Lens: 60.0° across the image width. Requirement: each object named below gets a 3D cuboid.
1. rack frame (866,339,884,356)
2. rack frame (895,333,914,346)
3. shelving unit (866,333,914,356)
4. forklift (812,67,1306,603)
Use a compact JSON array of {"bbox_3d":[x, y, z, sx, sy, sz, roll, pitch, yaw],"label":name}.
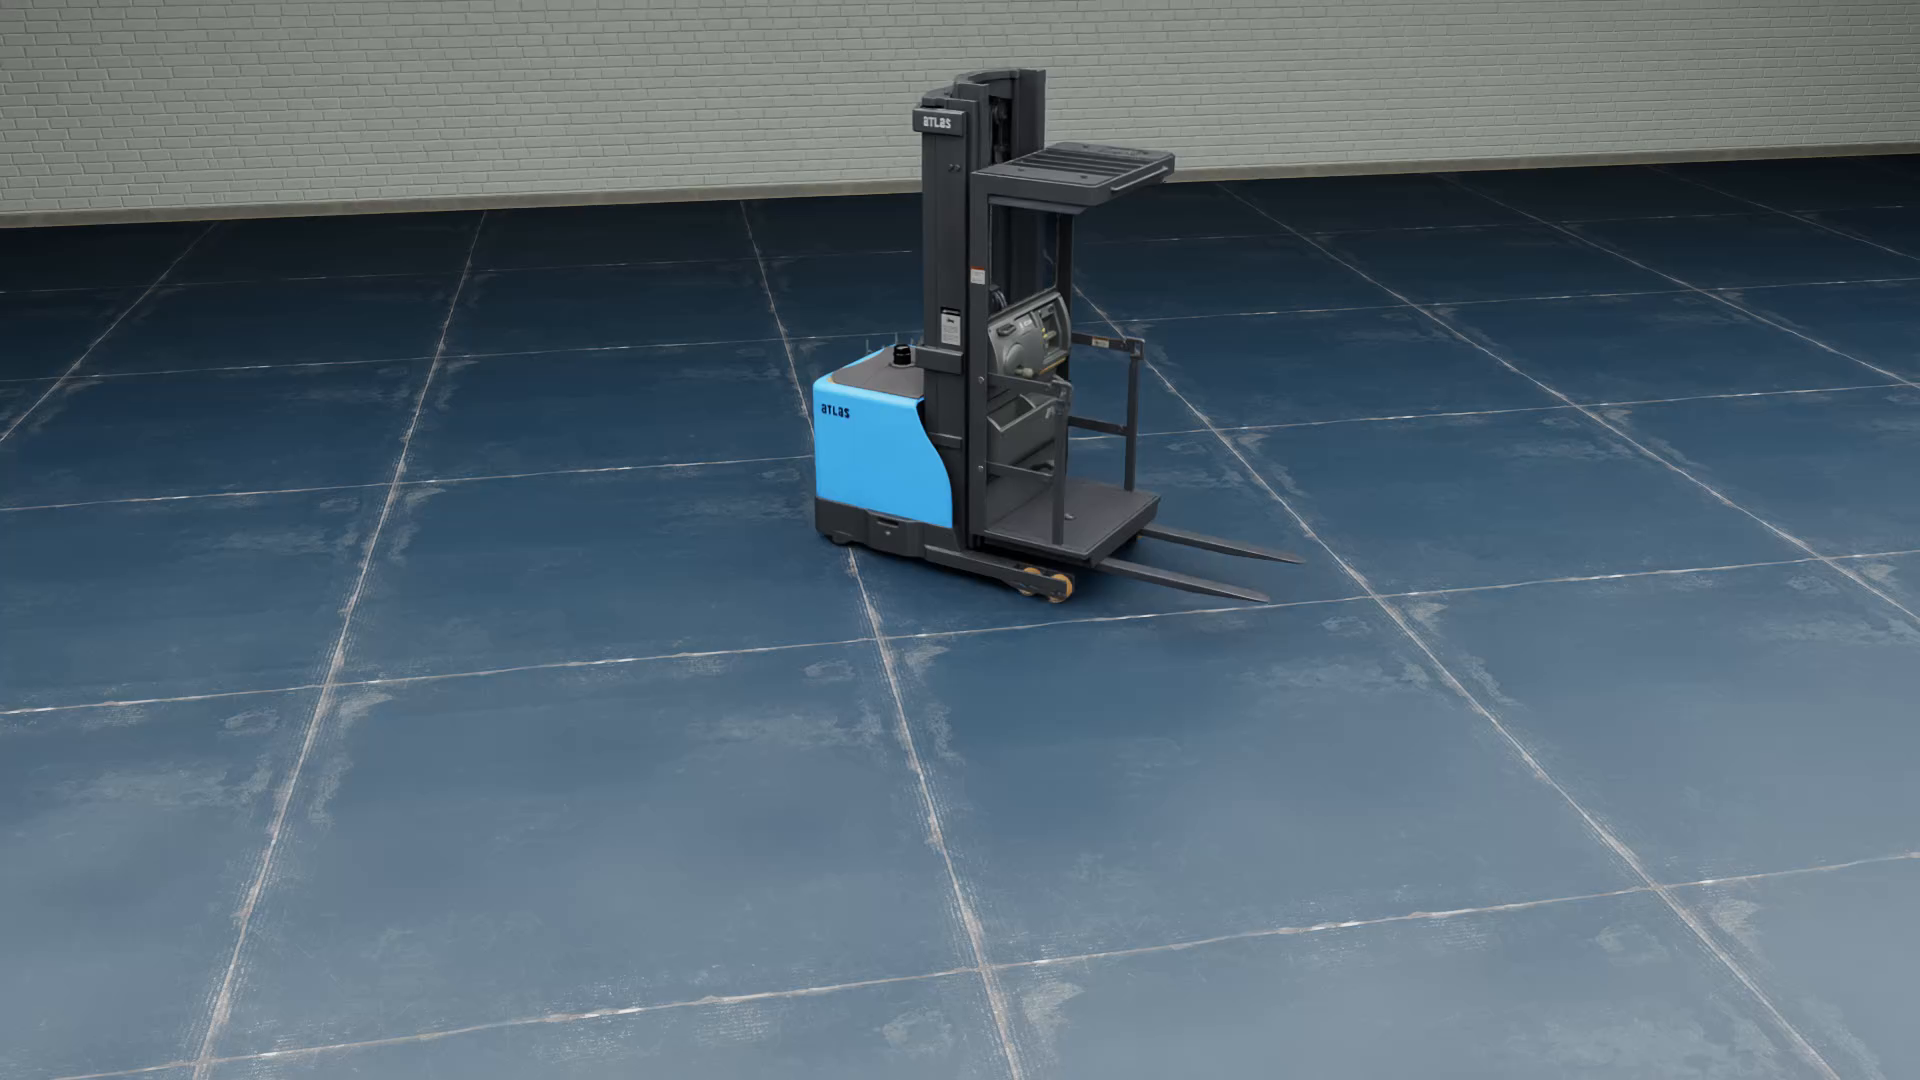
[{"bbox_3d":[-0.569,-0.845,11.372,0.008,1.050,0.200,-18,29,-35],"label":"rack frame"},{"bbox_3d":[-0.378,-0.905,11.511,0.008,1.050,0.200,-18,29,-35],"label":"rack frame"},{"bbox_3d":[-0.474,-0.875,11.442,0.252,1.050,0.215,-18,29,-35],"label":"shelving unit"},{"bbox_3d":[0.596,-1.214,9.868,3.031,2.935,1.130,13,27,28],"label":"forklift"}]
